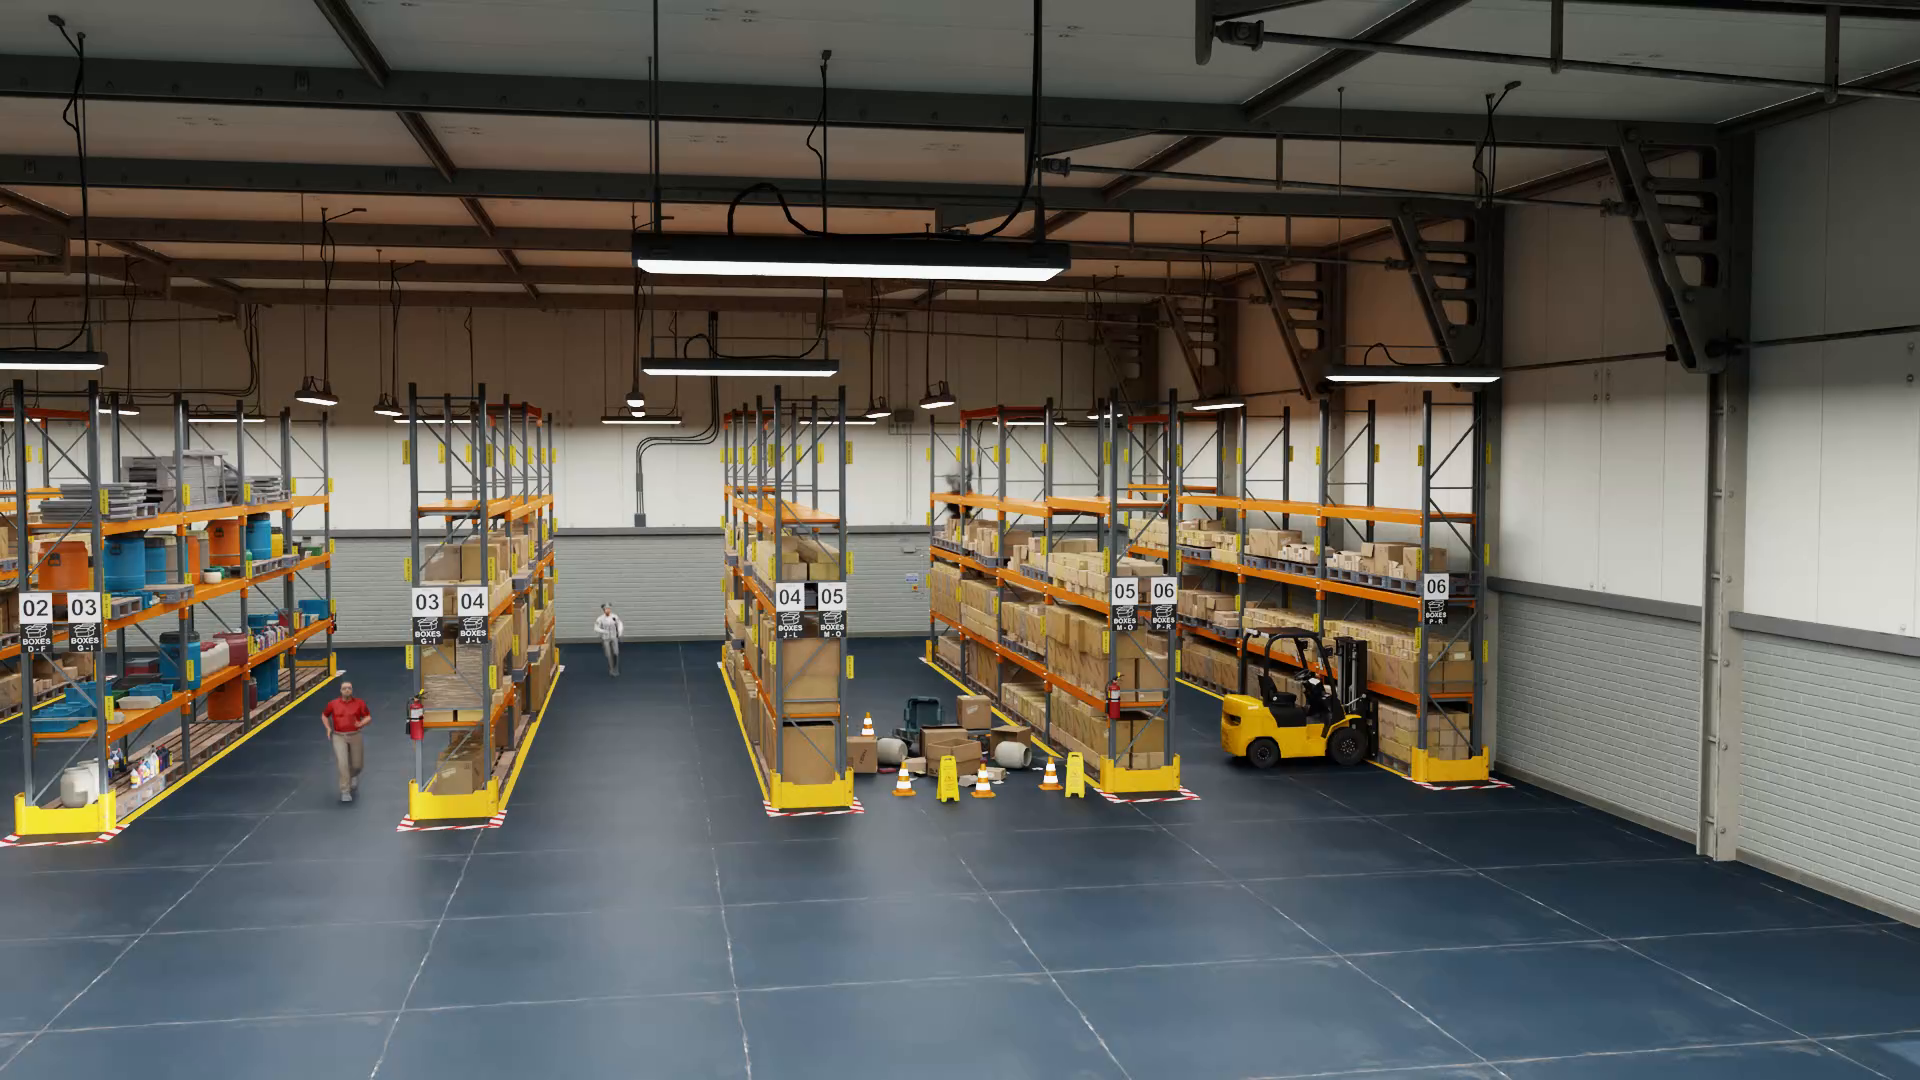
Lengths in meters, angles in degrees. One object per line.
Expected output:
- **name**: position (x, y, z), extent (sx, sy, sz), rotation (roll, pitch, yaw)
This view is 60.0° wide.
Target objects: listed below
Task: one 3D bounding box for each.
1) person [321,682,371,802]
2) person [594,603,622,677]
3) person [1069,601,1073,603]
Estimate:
- **person**: position (-8.964, 2.916, 24.318), extent (0.676, 1.694, 0.886), rotation (-1, 3, -25)
- **person**: position (-7.954, 2.262, 37.655), extent (0.642, 1.710, 0.588), rotation (-1, 3, -20)
- **person**: position (2.545, 2.130, 36.967), extent (0.661, 1.700, 0.993), rotation (-1, 3, -17)
